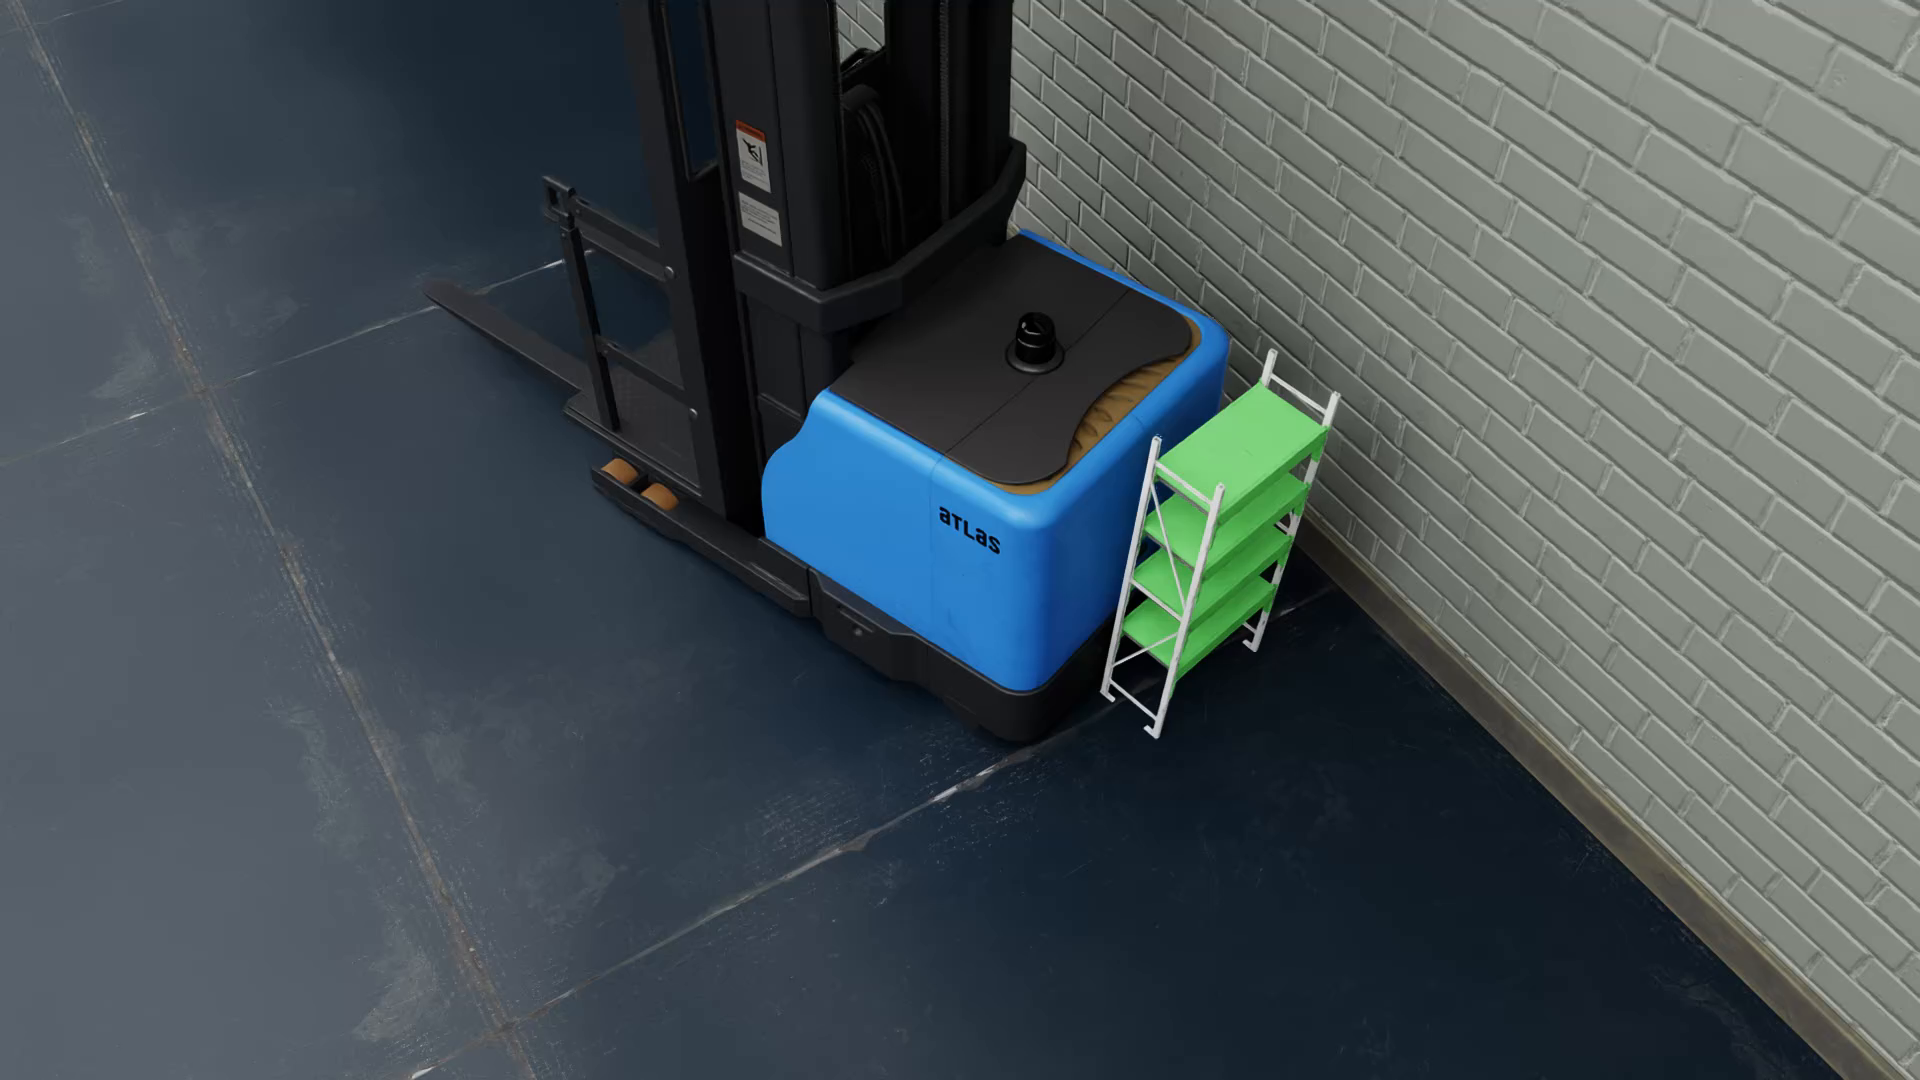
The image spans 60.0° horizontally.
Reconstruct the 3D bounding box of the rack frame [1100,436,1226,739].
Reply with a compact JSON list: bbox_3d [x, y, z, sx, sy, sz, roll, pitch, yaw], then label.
[{"bbox_3d":[0.565,0.175,4.780,0.015,1.200,0.240,-36,62,-28],"label":"rack frame"}]

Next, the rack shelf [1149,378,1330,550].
[{"bbox_3d":[0.759,-0.214,4.570,0.480,0.148,0.258,-36,62,-28],"label":"rack shelf"}]

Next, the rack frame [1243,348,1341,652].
[{"bbox_3d":[0.912,-0.082,5.008,0.015,1.200,0.240,-36,62,-28],"label":"rack frame"}]

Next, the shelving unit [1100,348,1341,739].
[{"bbox_3d":[0.738,0.047,4.894,0.503,1.200,0.258,-36,62,-28],"label":"shelving unit"}]

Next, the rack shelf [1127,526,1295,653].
[{"bbox_3d":[0.735,0.087,4.943,0.480,0.148,0.258,-36,62,-28],"label":"rack shelf"}]

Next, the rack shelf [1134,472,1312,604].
[{"bbox_3d":[0.747,-0.064,4.757,0.480,0.148,0.258,-36,62,-28],"label":"rack shelf"}]

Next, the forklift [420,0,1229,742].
[{"bbox_3d":[-0.660,-1.285,4.932,3.031,2.935,1.130,31,55,24],"label":"forklift"}]

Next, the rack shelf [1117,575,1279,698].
[{"bbox_3d":[0.724,0.237,5.130,0.480,0.148,0.258,-36,62,-28],"label":"rack shelf"}]
